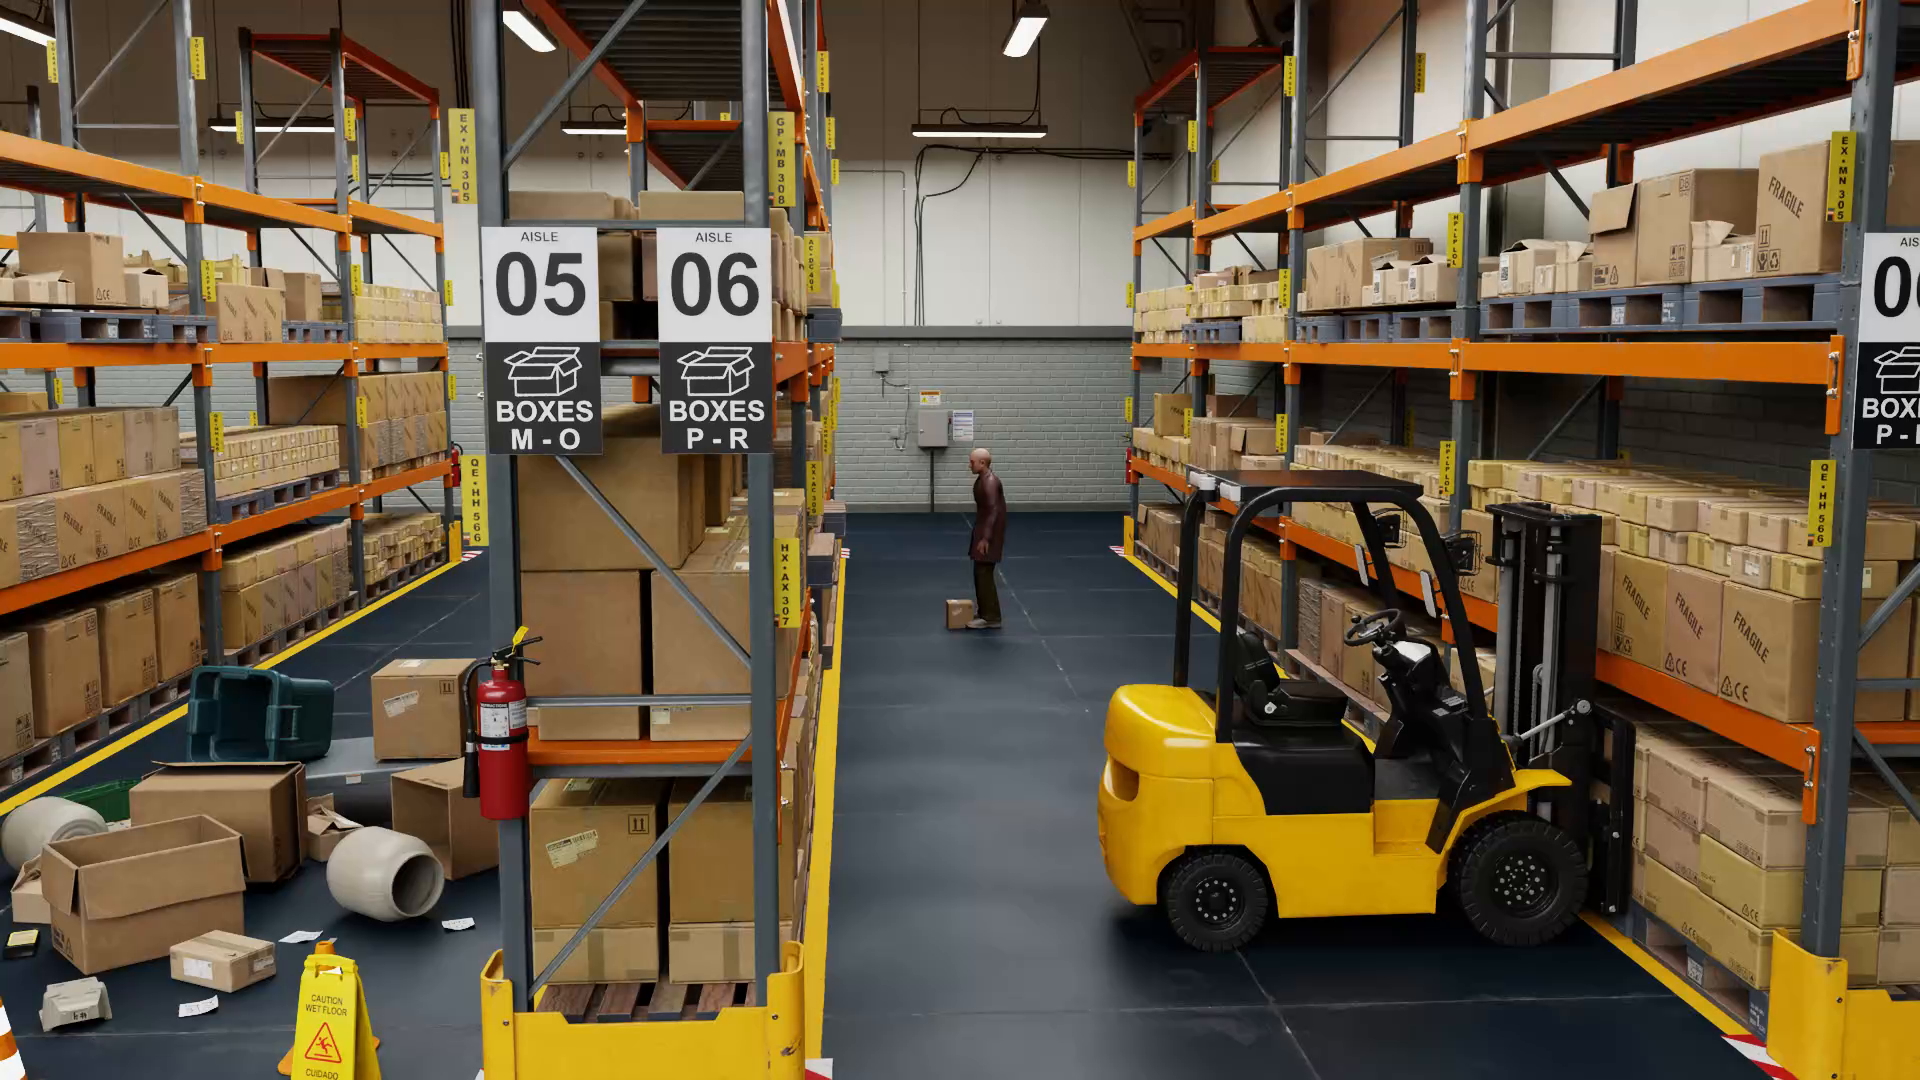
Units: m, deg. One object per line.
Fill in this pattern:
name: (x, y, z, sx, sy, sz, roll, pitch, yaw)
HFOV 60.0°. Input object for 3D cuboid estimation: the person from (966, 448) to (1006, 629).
person: (0.248, -0.022, 16.483, 0.418, 1.774, 0.656, -1, 7, -6)
